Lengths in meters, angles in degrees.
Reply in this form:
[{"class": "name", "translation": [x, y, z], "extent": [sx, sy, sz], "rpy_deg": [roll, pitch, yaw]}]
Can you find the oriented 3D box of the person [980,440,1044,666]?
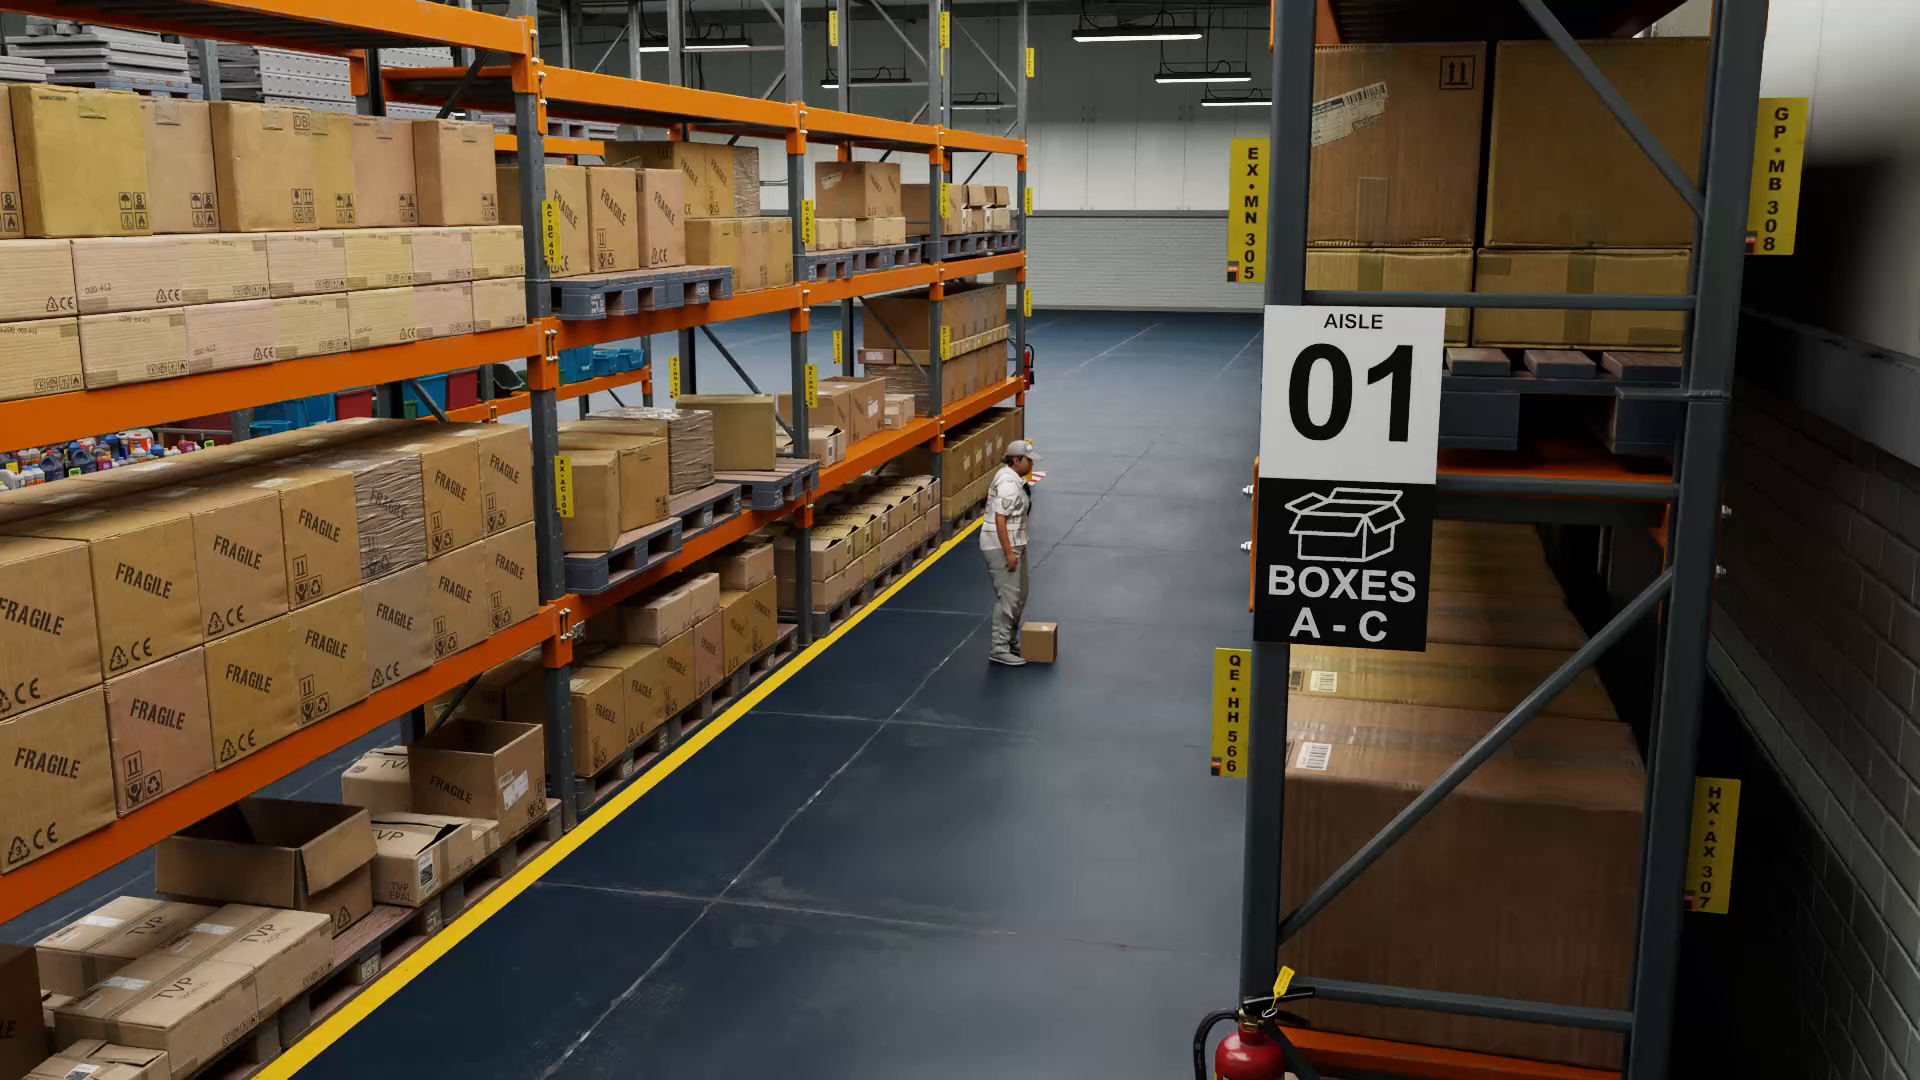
[{"class": "person", "translation": [0.390, 0.074, 12.568], "extent": [0.463, 1.667, 0.563], "rpy_deg": [2, 12, 11]}]
